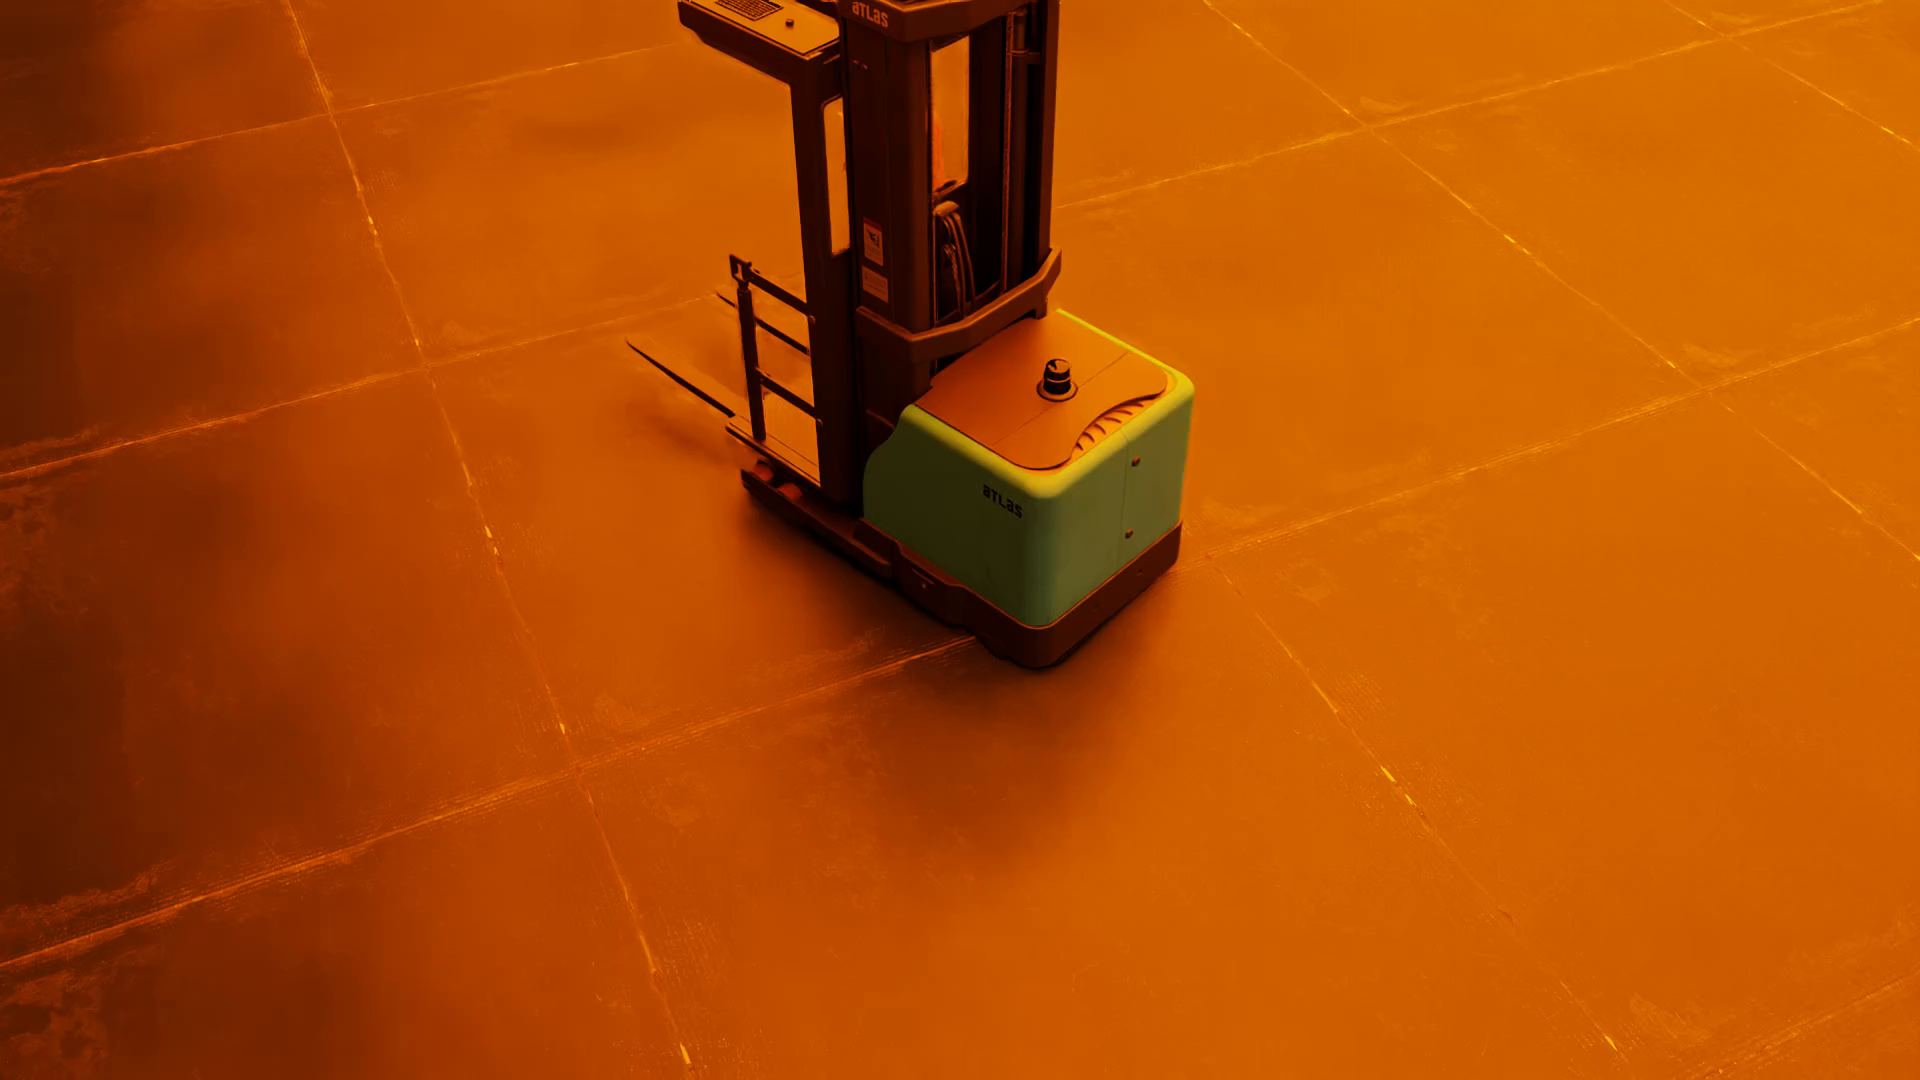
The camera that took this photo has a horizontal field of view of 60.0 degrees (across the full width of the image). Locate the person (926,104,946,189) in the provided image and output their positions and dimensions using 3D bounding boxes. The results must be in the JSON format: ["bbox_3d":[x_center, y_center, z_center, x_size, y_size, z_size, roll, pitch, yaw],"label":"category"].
[{"bbox_3d":[-0.308,-1.738,8.697,0.542,1.388,0.751,-5,43,-6],"label":"person"}]

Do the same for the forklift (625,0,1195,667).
[{"bbox_3d":[-0.409,-1.411,7.192,3.031,2.935,1.130,33,52,30],"label":"forklift"}]
